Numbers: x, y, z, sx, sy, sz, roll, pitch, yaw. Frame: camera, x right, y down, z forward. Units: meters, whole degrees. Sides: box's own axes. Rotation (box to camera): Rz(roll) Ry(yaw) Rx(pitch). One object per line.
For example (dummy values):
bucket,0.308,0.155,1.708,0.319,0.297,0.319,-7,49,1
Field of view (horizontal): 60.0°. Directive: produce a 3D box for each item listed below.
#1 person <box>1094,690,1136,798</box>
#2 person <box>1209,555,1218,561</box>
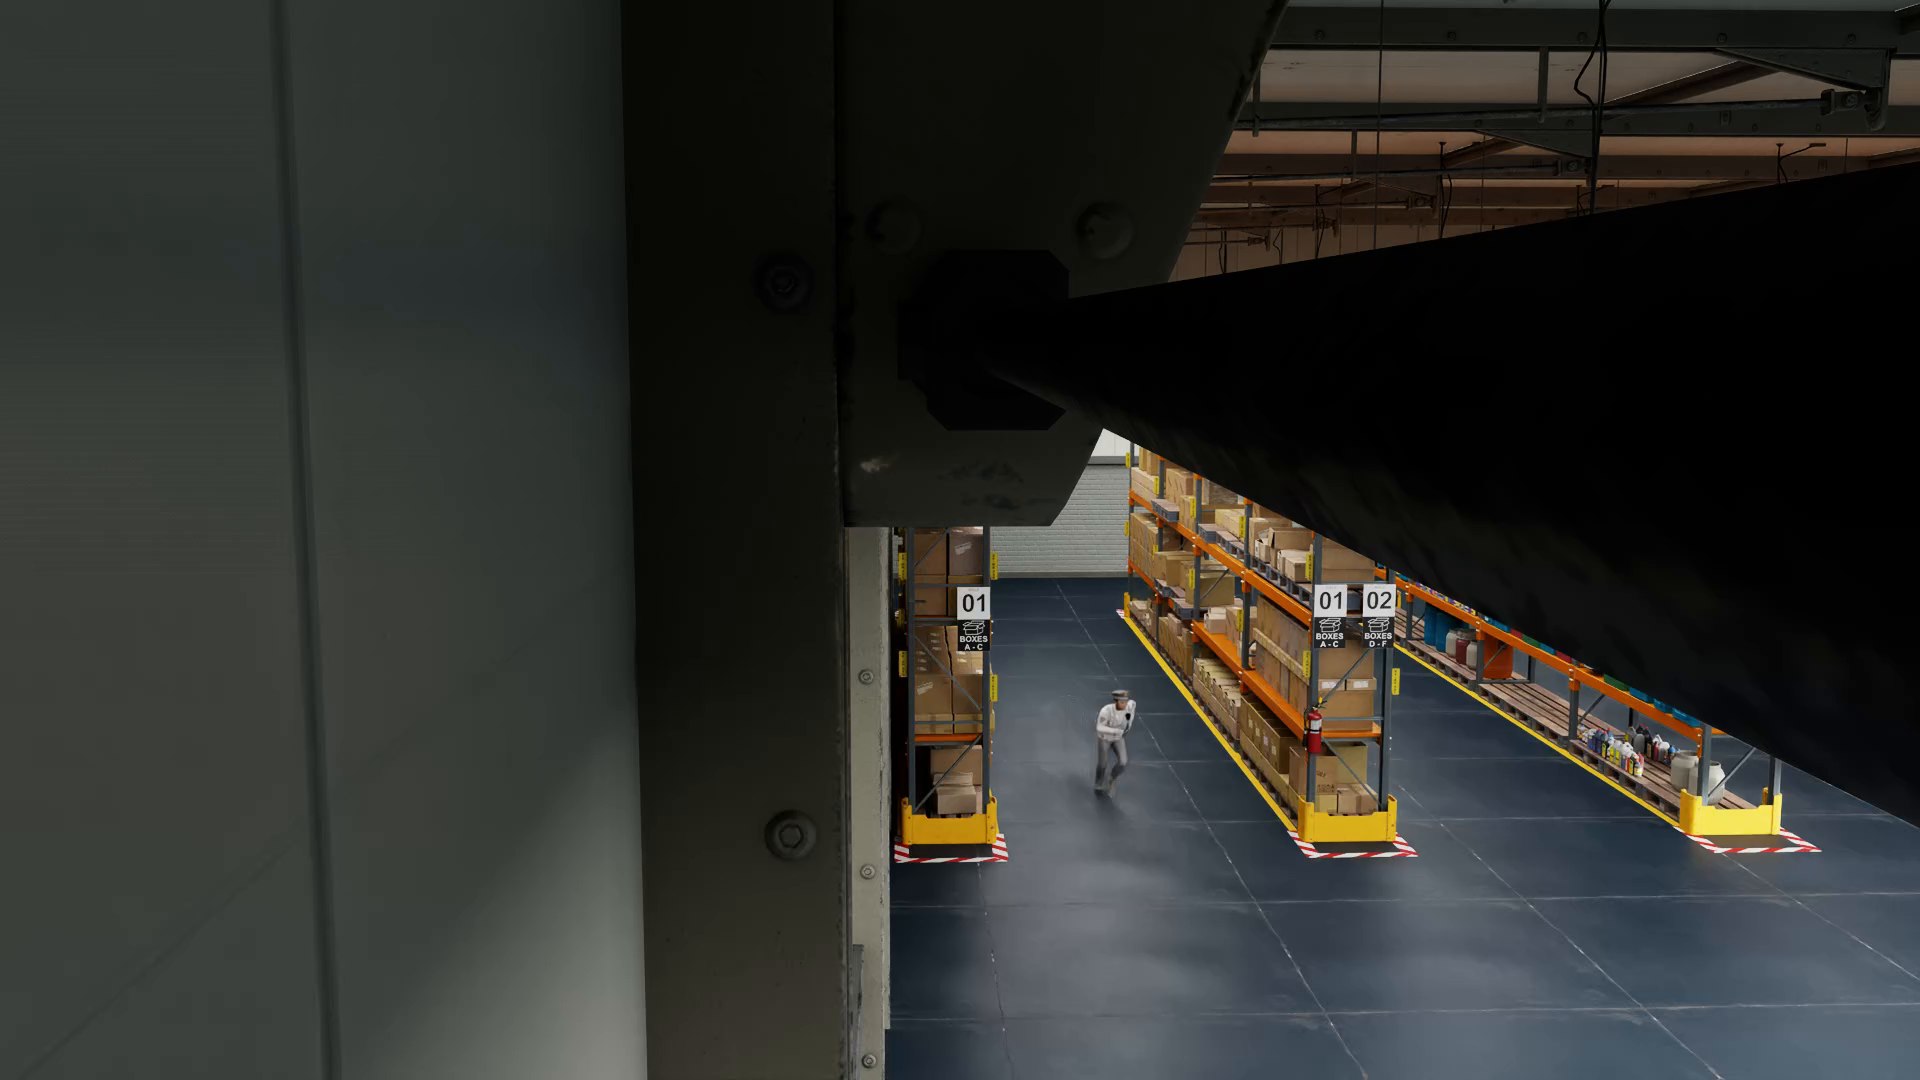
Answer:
person,2.080,2.717,22.410,0.649,1.529,0.913,-3,8,-19
person,5.584,0.744,37.122,0.630,1.689,0.782,6,9,37
